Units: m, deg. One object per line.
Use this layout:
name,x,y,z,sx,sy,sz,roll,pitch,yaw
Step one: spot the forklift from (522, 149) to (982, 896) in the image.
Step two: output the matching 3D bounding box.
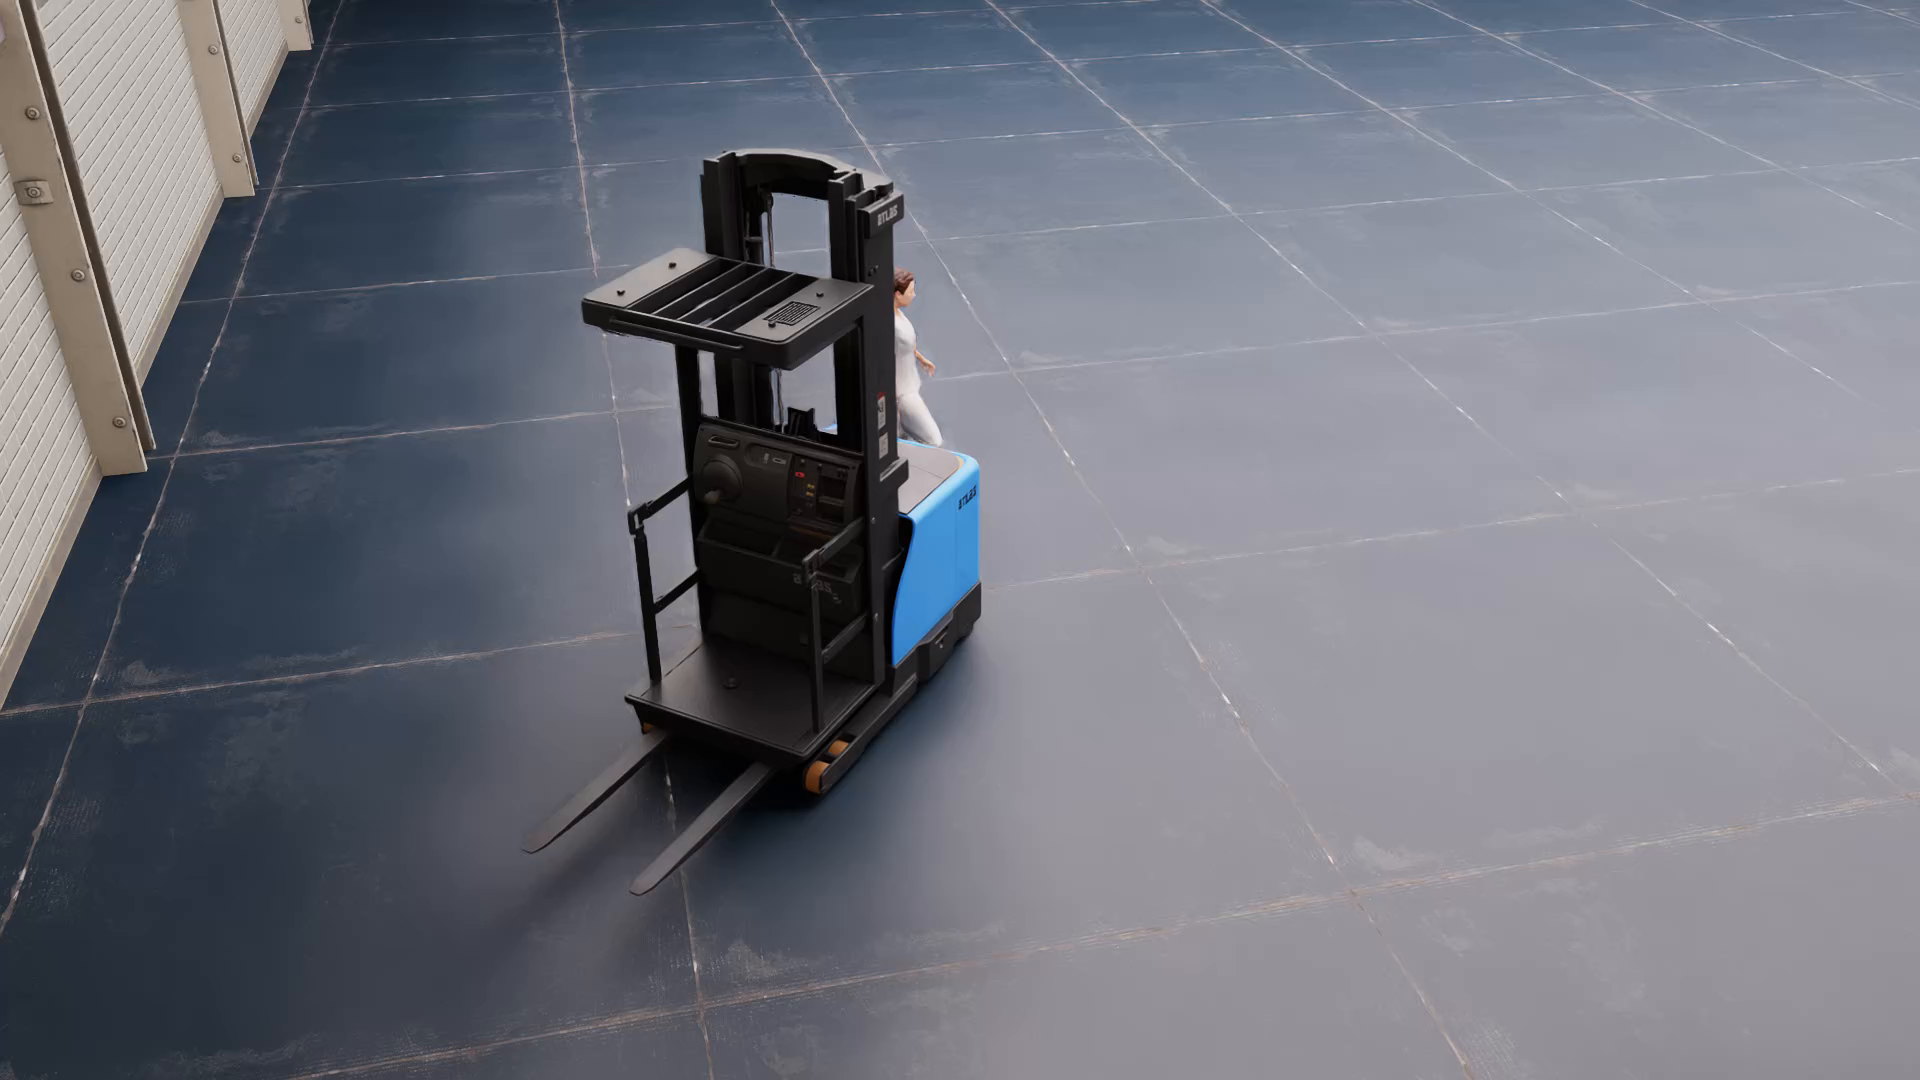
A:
forklift,-1.008,-0.254,8.014,1.130,2.935,3.031,15,33,24

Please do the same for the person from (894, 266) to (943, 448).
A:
person,-0.373,-0.990,10.670,0.586,1.573,0.824,3,30,6
